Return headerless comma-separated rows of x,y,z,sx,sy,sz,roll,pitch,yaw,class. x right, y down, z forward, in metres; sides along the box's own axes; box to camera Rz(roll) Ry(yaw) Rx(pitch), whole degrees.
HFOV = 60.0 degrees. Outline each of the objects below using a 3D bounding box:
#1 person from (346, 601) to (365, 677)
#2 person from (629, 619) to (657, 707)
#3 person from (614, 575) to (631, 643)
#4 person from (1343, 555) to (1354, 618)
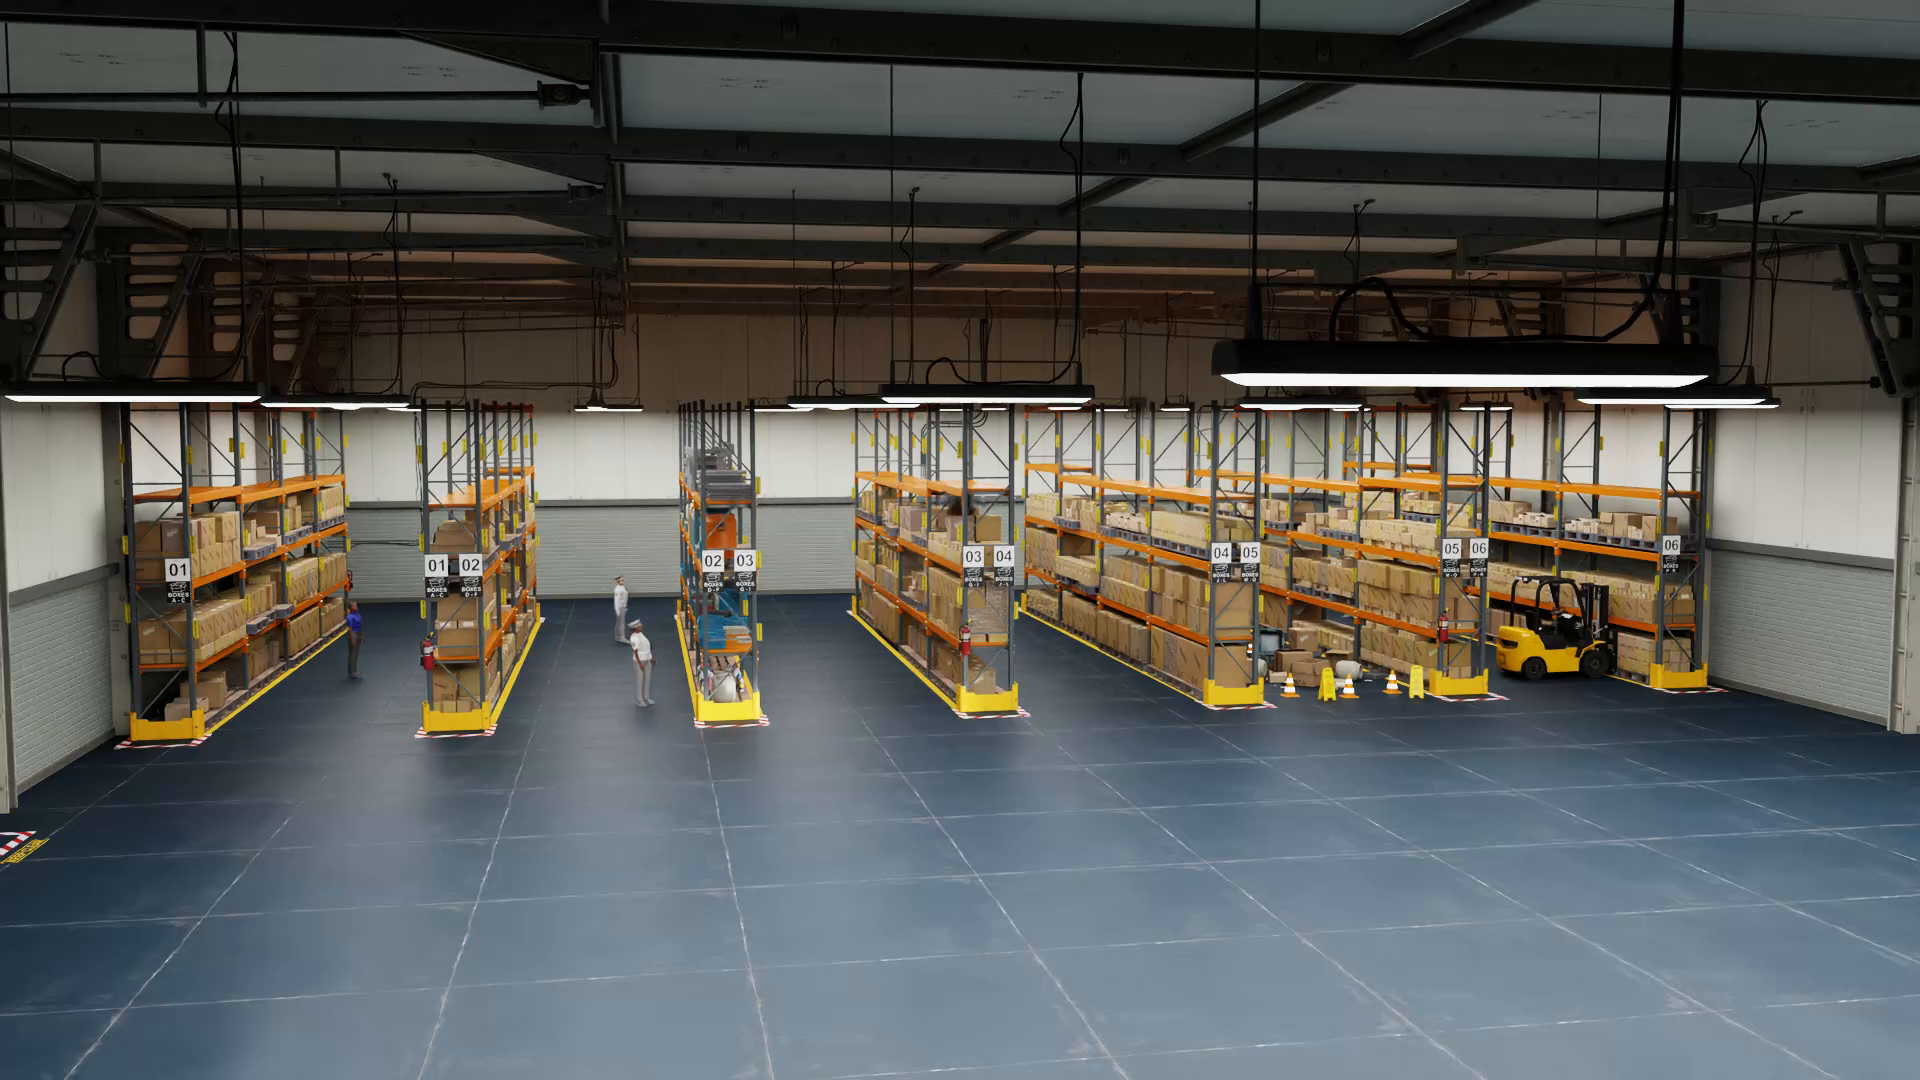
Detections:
-13.221,2.172,36.346,0.368,1.656,0.482,-1,4,-9,person
-6.269,2.418,32.896,0.499,1.711,0.517,2,5,27,person
-8.471,1.730,41.828,0.475,1.709,0.498,0,4,2,person
10.990,1.300,47.025,0.458,1.770,0.602,-1,4,-11,person
